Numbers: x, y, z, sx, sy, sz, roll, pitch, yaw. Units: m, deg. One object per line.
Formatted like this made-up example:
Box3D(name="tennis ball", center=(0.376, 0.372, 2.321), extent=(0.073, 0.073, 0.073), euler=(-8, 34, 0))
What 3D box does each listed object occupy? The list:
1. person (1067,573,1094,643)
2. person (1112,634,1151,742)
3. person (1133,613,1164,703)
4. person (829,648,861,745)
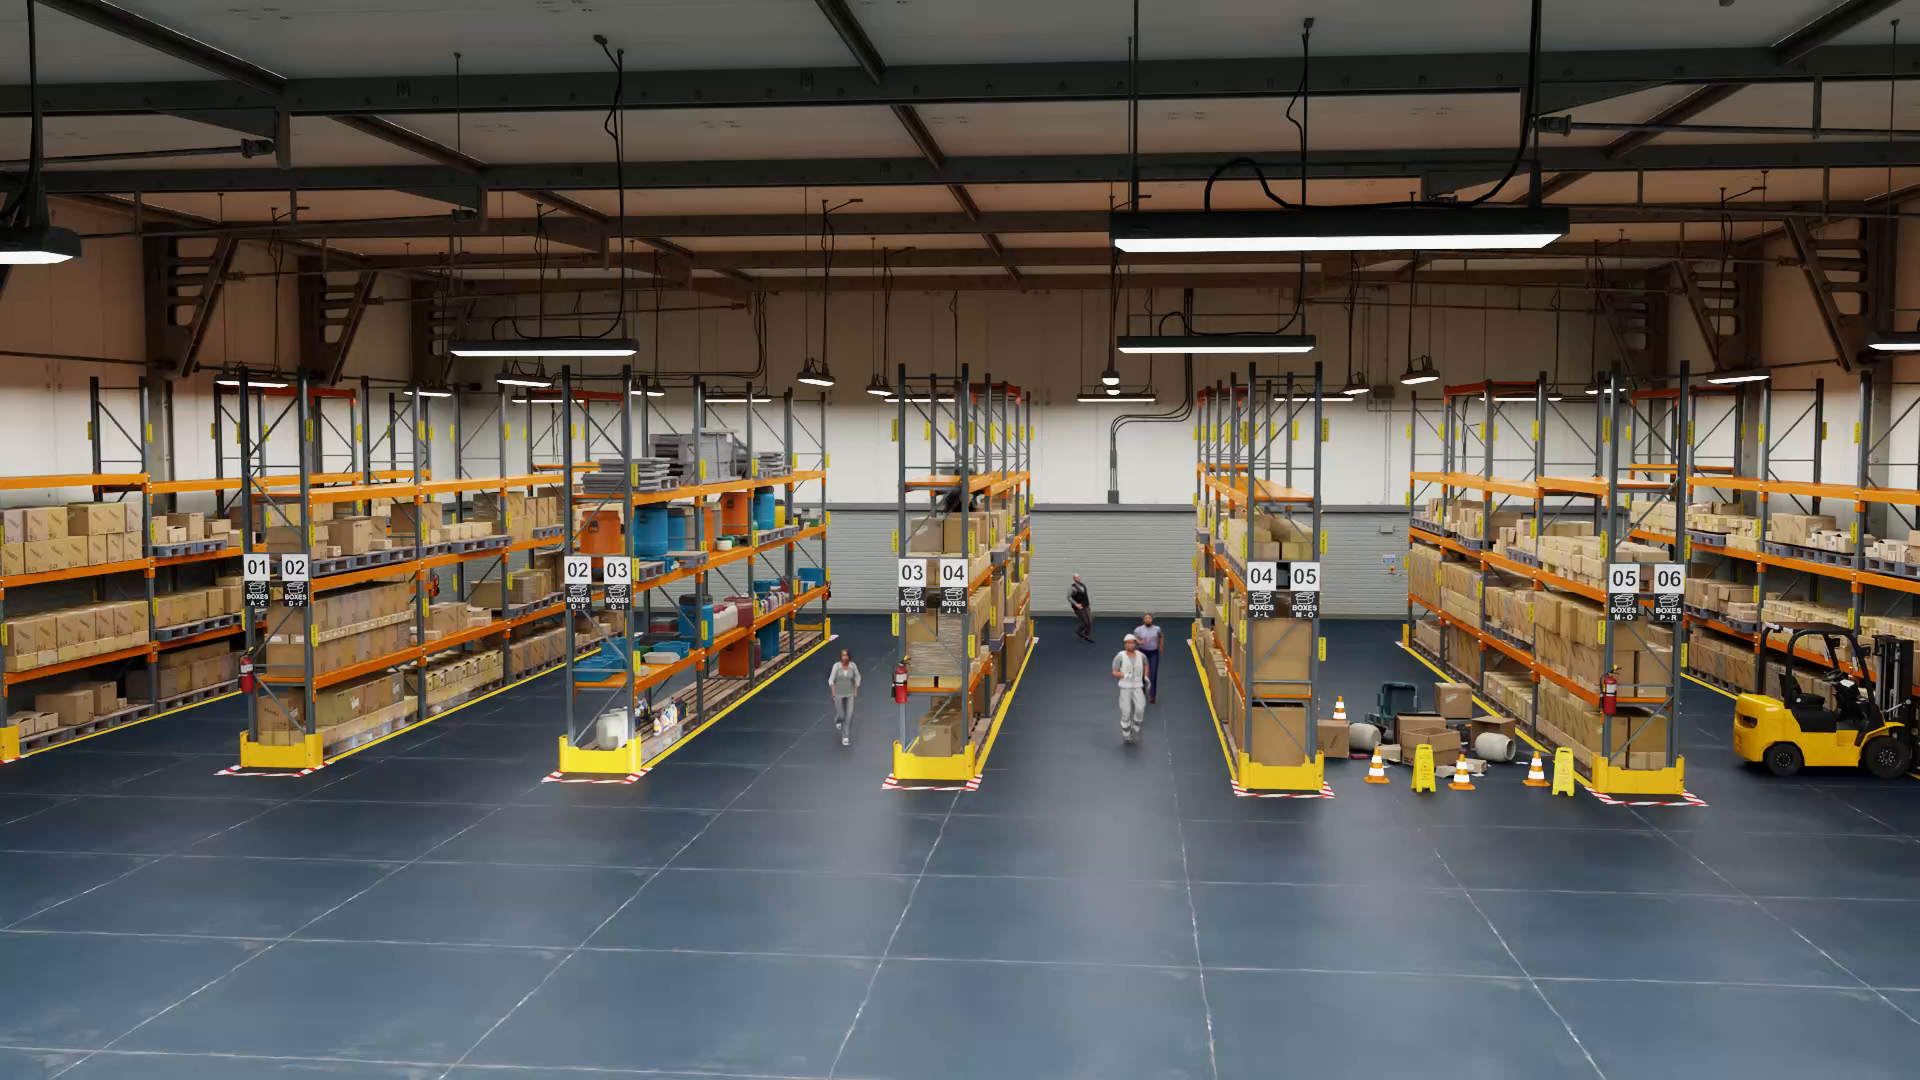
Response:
Box3D(name="person", center=(2.866, 1.636, 39.842), extent=(0.689, 1.659, 0.553), euler=(-3, 5, -37))
Box3D(name="person", center=(2.765, 2.390, 26.714), extent=(0.640, 1.750, 0.661), euler=(0, 4, -5))
Box3D(name="person", center=(3.512, 2.171, 31.068), extent=(0.607, 1.632, 0.941), euler=(0, 4, 5))
Box3D(name="person", center=(-1.861, 2.511, 26.874), extent=(0.522, 1.554, 0.598), euler=(-1, 4, -9))
